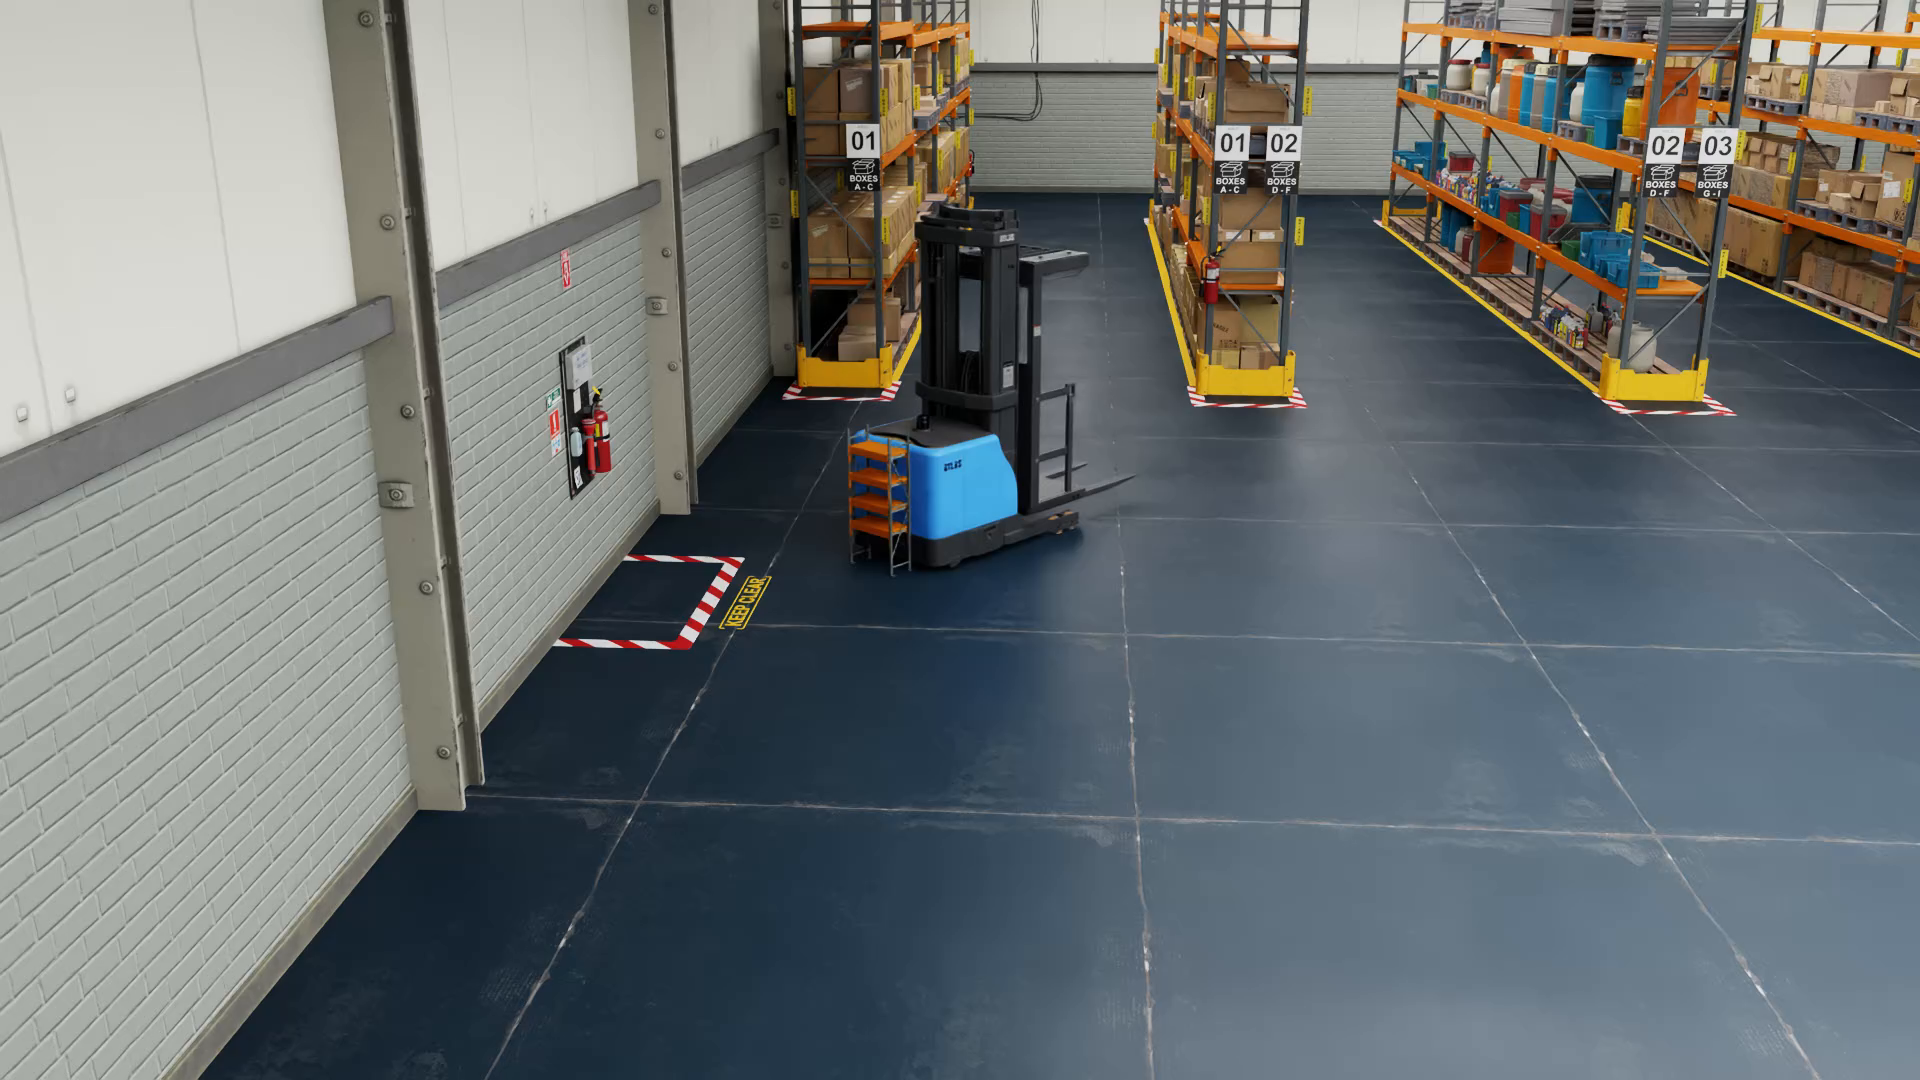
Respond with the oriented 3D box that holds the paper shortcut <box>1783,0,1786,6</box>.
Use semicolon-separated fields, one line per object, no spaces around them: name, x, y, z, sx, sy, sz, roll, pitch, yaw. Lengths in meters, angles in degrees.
paper shortcut;13.518;-8.849;27.254;0.009;0.170;0.078;11;-13;1

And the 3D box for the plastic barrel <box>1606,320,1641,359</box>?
plastic barrel;8.441;-2.515;21.103;0.421;0.512;0.421;0;18;0

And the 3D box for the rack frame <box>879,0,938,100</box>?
rack frame;-0.874;-8.693;27.000;1.000;3.000;0.127;1;18;4

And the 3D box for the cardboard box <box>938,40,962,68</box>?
cardboard box;-0.226;-9.417;32.229;0.500;0.500;0.500;1;18;3

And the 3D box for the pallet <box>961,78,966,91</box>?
pallet;-0.428;-9.099;33.201;1.003;0.211;1.213;1;18;4

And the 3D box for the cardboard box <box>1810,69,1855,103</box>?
cardboard box;13.657;-7.081;25.934;0.500;0.500;0.500;1;18;4

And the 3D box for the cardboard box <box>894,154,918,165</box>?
cardboard box;-0.877;-6.199;27.114;0.380;0.149;0.250;-2;18;-5

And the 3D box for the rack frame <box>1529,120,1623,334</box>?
rack frame;8.721;-4.378;23.468;1.000;3.000;0.127;1;18;4

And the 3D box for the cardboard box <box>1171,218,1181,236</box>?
cardboard box;3.900;-5.423;28.761;0.500;0.250;0.500;2;18;6

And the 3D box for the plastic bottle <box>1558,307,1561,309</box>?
plastic bottle;8.371;-3.104;23.235;0.061;0.283;0.133;1;18;4

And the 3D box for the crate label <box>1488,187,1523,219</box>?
crate label;8.666;-5.335;26.331;0.502;0.435;0.616;1;18;4

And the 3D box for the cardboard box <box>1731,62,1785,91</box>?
cardboard box;14.203;-8.245;29.615;0.700;0.500;0.500;2;18;5

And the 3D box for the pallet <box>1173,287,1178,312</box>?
pallet;3.879;-3.775;26.104;1.003;0.211;1.213;1;18;4

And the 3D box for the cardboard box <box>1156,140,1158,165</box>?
cardboard box;4.314;-7.972;34.276;0.500;0.500;0.500;1;18;3

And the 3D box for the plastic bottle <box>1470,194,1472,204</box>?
plastic bottle;8.654;-5.769;28.030;0.097;0.201;0.097;0;18;0

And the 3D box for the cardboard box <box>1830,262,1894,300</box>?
cardboard box;13.859;-3.974;25.542;0.700;0.500;0.500;3;18;9

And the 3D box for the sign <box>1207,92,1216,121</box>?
sign;2.953;-5.073;19.475;0.100;0.325;0.005;1;18;4

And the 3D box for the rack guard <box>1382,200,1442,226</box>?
rack guard;9.570;-6.925;35.255;1.175;0.500;0.348;1;18;4

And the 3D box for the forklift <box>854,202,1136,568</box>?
forklift;0.441;-1.540;14.917;1.130;2.935;3.031;16;24;40

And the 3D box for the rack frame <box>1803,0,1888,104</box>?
rack frame;13.948;-8.361;25.988;1.000;3.000;0.127;1;18;4

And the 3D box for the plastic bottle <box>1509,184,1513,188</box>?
plastic bottle;9.456;-5.979;28.559;0.097;0.271;0.097;0;18;0

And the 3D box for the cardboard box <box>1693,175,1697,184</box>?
cardboard box;13.929;-6.735;31.064;0.380;0.149;0.250;1;18;4

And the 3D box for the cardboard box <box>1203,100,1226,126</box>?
cardboard box;3.353;-5.433;21.114;0.500;0.311;0.500;3;18;10

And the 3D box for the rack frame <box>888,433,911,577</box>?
rack frame;-0.502;-0.284;13.861;0.015;1.200;0.240;16;24;40

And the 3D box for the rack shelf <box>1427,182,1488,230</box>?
rack shelf;9.151;-5.900;29.267;1.077;0.370;4.000;1;18;4

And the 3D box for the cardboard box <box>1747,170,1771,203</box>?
cardboard box;13.811;-6.033;28.356;0.500;0.500;0.500;1;18;2

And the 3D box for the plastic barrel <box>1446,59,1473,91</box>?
plastic barrel;9.006;-8.395;30.015;0.433;0.535;0.433;0;18;0

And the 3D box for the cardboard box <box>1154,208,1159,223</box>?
cardboard box;4.247;-6.646;34.099;0.500;0.250;0.500;1;18;4

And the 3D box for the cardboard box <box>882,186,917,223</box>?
cardboard box;-0.886;-4.740;23.577;0.500;0.500;0.500;1;18;4

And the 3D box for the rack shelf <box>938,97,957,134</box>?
rack shelf;-0.731;-7.547;29.475;1.077;0.370;4.000;1;18;4

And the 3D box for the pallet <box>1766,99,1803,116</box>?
pallet;13.941;-7.047;27.098;1.213;0.211;1.003;2;18;6

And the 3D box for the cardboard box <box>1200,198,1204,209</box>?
cardboard box;3.550;-4.689;23.213;0.380;0.149;0.250;2;18;5

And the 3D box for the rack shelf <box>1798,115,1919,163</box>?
rack shelf;13.804;-5.973;24.671;1.077;0.370;4.000;1;18;4

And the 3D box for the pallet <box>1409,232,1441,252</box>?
pallet;9.308;-5.767;32.185;1.003;0.211;1.213;1;18;4

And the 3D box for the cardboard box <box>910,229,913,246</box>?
cardboard box;-0.937;-4.229;23.222;0.500;0.250;0.500;1;18;4

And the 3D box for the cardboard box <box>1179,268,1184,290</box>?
cardboard box;3.554;-3.944;24.982;0.500;0.311;0.500;2;18;5

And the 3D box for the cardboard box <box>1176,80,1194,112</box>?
cardboard box;4.065;-7.342;27.534;0.910;0.500;0.500;1;18;4

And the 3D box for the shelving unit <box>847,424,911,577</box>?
shelving unit;-0.681;-0.336;14.019;0.503;1.200;0.258;16;24;40

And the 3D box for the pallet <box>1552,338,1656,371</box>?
pallet;8.546;-2.466;22.109;1.003;0.211;1.213;1;18;4

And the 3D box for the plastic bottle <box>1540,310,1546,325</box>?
plastic bottle;8.253;-3.137;23.467;0.097;0.201;0.097;0;18;0

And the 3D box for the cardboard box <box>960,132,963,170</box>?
cardboard box;-0.432;-7.848;33.574;0.980;0.700;0.700;0;18;1

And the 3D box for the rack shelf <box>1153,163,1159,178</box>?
rack shelf;4.497;-7.254;33.400;1.077;0.370;4.000;1;18;4

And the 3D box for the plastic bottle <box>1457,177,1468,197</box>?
plastic bottle;8.746;-6.136;28.911;0.144;0.351;0.185;1;18;4

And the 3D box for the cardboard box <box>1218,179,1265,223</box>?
cardboard box;3.576;-4.236;20.791;0.700;0.500;0.500;1;18;2

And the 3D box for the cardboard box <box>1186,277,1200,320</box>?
cardboard box;3.363;-3.292;22.689;0.500;0.500;0.500;1;18;4

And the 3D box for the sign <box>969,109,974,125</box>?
sign;0.240;-8.973;35.250;0.100;0.325;0.005;1;18;4

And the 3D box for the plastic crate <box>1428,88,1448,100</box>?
plastic crate;9.023;-8.326;31.039;0.450;0.188;0.662;1;18;4

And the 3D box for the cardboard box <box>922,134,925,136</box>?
cardboard box;-0.911;-7.339;30.629;0.500;0.250;0.500;1;18;5

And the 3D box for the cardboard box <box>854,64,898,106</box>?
cardboard box;-1.066;-5.743;21.017;0.500;0.500;0.500;2;18;5

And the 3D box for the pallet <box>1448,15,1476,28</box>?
pallet;9.265;-9.176;29.422;1.003;0.211;1.213;1;18;4

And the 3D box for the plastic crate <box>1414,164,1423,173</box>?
plastic crate;9.119;-7.314;32.754;0.293;0.136;0.466;1;18;4

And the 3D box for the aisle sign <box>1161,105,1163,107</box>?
aisle sign;4.352;-9.480;34.863;0.394;0.787;0.004;1;18;4

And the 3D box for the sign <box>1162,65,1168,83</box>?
sign;3.812;-8.656;30.874;0.100;0.325;0.005;1;18;4
